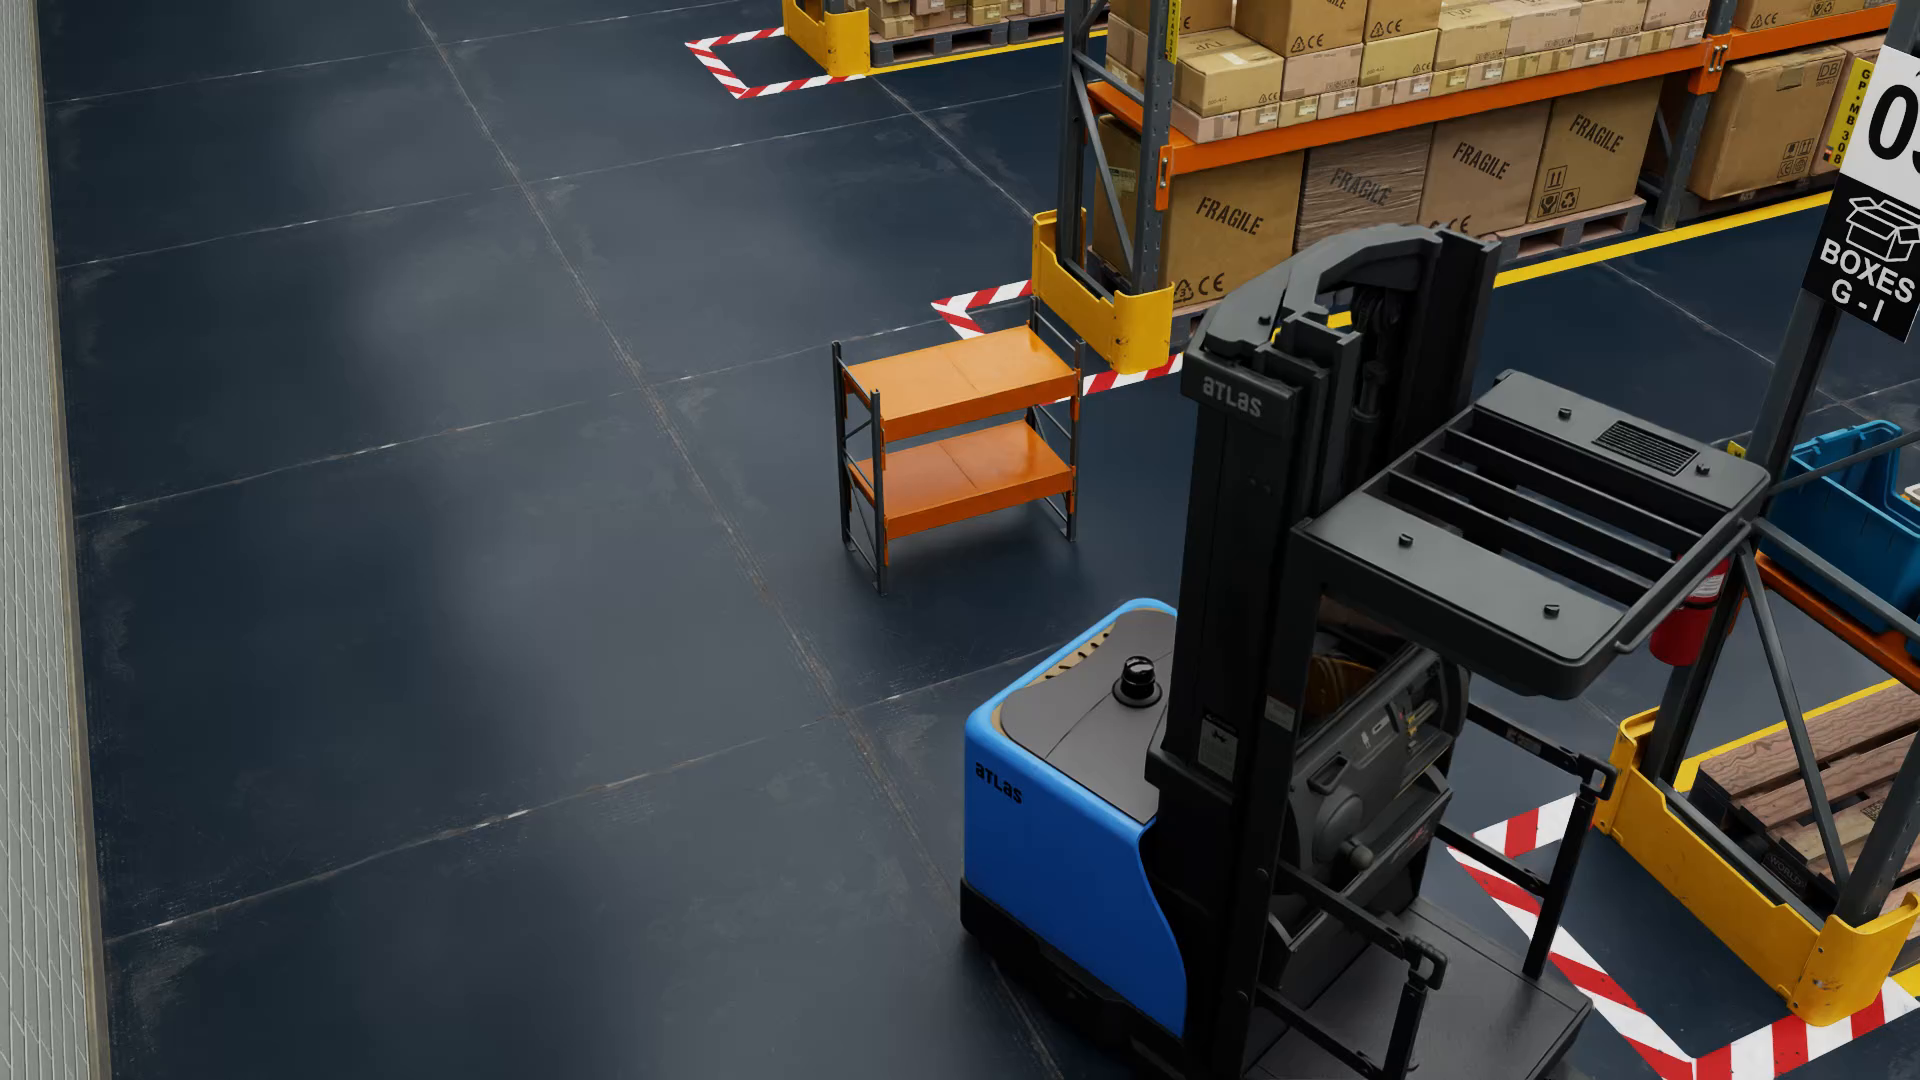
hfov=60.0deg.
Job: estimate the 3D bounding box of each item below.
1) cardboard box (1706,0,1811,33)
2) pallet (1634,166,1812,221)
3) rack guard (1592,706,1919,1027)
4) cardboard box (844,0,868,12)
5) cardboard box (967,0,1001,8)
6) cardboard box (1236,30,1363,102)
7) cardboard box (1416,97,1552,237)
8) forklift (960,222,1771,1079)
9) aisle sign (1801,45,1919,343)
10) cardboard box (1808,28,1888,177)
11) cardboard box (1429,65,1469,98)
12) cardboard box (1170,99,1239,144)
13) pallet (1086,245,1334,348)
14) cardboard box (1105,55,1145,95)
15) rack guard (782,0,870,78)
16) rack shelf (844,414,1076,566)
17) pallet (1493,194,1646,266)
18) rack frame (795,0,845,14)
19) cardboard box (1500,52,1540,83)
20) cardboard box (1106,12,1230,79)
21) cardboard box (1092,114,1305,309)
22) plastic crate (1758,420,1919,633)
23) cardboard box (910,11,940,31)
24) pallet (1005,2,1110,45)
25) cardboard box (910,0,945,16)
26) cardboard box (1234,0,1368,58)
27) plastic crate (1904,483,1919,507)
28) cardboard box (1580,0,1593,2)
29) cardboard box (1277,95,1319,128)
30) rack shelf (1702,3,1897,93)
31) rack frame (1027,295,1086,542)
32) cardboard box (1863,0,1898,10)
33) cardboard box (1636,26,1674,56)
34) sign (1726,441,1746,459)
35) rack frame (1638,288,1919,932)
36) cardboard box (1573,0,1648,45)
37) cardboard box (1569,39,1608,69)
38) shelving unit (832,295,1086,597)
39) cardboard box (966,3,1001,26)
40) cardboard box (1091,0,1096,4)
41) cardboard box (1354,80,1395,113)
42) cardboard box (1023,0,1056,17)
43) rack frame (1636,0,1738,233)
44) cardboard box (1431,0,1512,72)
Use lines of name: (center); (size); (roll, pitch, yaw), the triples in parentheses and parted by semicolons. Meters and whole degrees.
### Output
cardboard box: (4.991, -3.536, 10.416); (0.500, 0.500, 0.500); (-15, 39, -20)
pallet: (5.135, -2.631, 11.620); (1.213, 0.211, 1.003); (-16, 39, -20)
rack guard: (2.936, 1.186, 6.231); (0.348, 0.500, 1.175); (-16, 39, -20)
cardboard box: (-0.781, -4.472, 13.802); (0.250, 0.149, 0.380); (-15, 39, -19)
cardboard box: (0.149, -4.495, 13.583); (0.250, 0.149, 0.380); (-14, 39, -19)
cardboard box: (1.865, -2.672, 9.211); (0.500, 0.250, 0.500); (-16, 39, -20)
cardboard box: (3.022, -2.478, 10.504); (0.875, 0.875, 0.875); (-16, 39, -20)
forklift: (1.411, 0.691, 4.858); (3.031, 2.935, 1.130); (30, 46, 34)
aisle sign: (2.762, -1.015, 4.918); (0.004, 0.787, 0.394); (-16, 39, -20)
cardboard box: (5.848, -3.229, 11.517); (0.875, 0.875, 1.225); (-17, 40, -21)
cardboard box: (2.701, -2.703, 9.588); (0.250, 0.149, 0.380); (-17, 40, -21)
cardboard box: (1.309, -2.313, 9.062); (0.250, 0.149, 0.380); (-15, 39, -19)
pallet: (1.538, -1.627, 10.266); (1.213, 0.211, 1.003); (-16, 39, -20)
cardboard box: (1.030, -2.669, 9.541); (0.250, 0.149, 0.380); (-15, 39, -19)
rack guard: (-1.100, -4.218, 13.517); (0.348, 0.500, 1.175); (-16, 39, -20)
rack shelf: (-0.006, -0.254, 8.058); (1.000, 0.278, 0.538); (-16, 39, -20)
pallet: (3.747, -2.244, 11.099); (1.213, 0.211, 1.003); (-16, 39, -20)
rack frame: (-1.168, -5.203, 12.746); (0.127, 3.000, 1.000); (-16, 39, -20)
cardboard box: (3.169, -2.834, 9.764); (0.250, 0.149, 0.380); (-16, 40, -21)
cardboard box: (1.173, -2.827, 9.420); (0.500, 0.250, 0.500); (-16, 40, -21)
cardboard box: (1.393, -2.023, 9.890); (0.875, 0.875, 0.875); (-16, 39, -20)
plastic crate: (3.176, -0.055, 5.726); (0.499, 0.435, 0.616); (-16, 39, -20)
cardboard box: (-0.356, -4.297, 13.566); (0.250, 0.149, 0.380); (-16, 39, -20)
pallet: (0.754, -4.595, 14.268); (1.213, 0.211, 1.003); (-16, 39, -20)
cardboard box: (-0.313, -4.379, 13.427); (0.250, 0.149, 0.380); (-16, 39, -20)
cardboard box: (1.849, -2.965, 8.976); (0.500, 0.500, 0.500); (-17, 40, -21)
plastic crate: (3.613, -0.053, 5.975); (0.243, 0.136, 0.396); (-16, 39, -20)
cardboard box: (3.711, -3.490, 9.684); (0.500, 0.500, 0.500); (-15, 39, -19)
cardboard box: (1.772, -2.444, 9.238); (0.250, 0.149, 0.380); (-17, 40, -21)
rack shelf: (6.279, -3.732, 11.368); (4.000, 0.370, 1.077); (-16, 39, -20)
rack frame: (0.454, -0.579, 8.086); (0.032, 1.125, 0.500); (-16, 39, -20)
cardboard box: (5.899, -3.791, 10.759); (0.500, 0.500, 0.500); (-17, 40, -21)
cardboard box: (4.098, -3.094, 10.115); (0.250, 0.149, 0.380); (-15, 39, -19)
sign: (2.704, -0.189, 5.850); (0.005, 0.325, 0.100); (-16, 39, -20)
rack frame: (2.952, 0.169, 5.504); (0.127, 3.000, 1.000); (-16, 39, -20)
cardboard box: (3.713, -3.188, 9.907); (0.500, 0.250, 0.500); (-14, 39, -19)
cardboard box: (3.633, -2.965, 9.940); (0.250, 0.149, 0.380); (-15, 39, -19)
shelving unit: (-0.006, -0.450, 7.913); (1.048, 1.125, 0.538); (-16, 39, -20)
cardboard box: (0.144, -4.369, 13.663); (0.250, 0.149, 0.380); (-15, 39, -19)
cardboard box: (1.041, -4.664, 14.061); (0.250, 0.149, 0.380); (-15, 39, -19)
cardboard box: (2.238, -2.574, 9.414); (0.250, 0.149, 0.380); (-16, 40, -21)
cardboard box: (0.597, -4.501, 13.841); (0.250, 0.149, 0.380); (-18, 40, -22)
rack frame: (4.469, -3.515, 10.471); (0.127, 3.000, 1.000); (-16, 39, -20)
cardboard box: (2.791, -2.933, 9.562); (0.500, 0.250, 0.500); (-16, 40, -21)
